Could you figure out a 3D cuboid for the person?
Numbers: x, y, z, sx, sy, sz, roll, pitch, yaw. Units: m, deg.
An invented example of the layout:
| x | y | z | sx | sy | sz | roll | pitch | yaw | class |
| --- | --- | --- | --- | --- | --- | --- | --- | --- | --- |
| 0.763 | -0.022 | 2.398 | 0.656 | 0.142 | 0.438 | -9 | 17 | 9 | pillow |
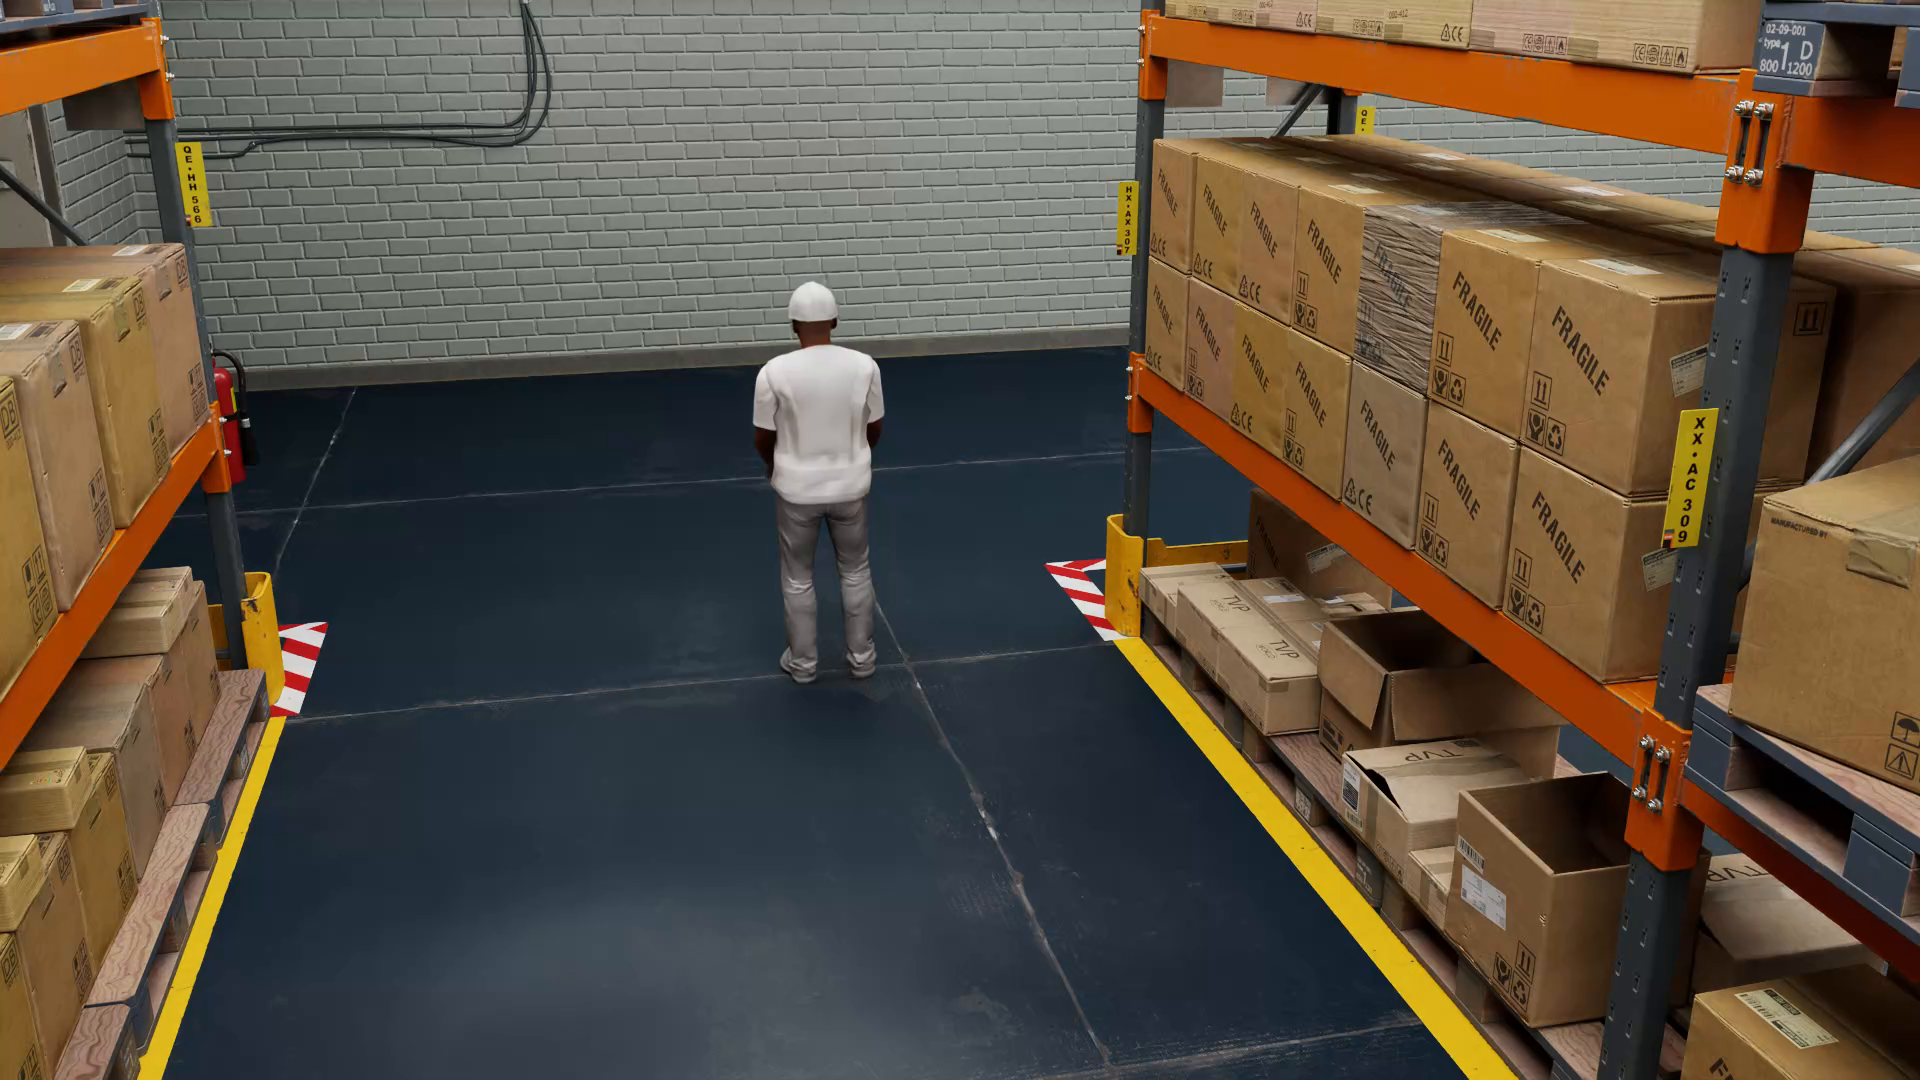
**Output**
| x | y | z | sx | sy | sz | roll | pitch | yaw | class |
| --- | --- | --- | --- | --- | --- | --- | --- | --- | --- |
| -0.614 | -0.247 | 7.232 | 0.566 | 1.768 | 0.496 | -5 | 20 | -13 | person |
